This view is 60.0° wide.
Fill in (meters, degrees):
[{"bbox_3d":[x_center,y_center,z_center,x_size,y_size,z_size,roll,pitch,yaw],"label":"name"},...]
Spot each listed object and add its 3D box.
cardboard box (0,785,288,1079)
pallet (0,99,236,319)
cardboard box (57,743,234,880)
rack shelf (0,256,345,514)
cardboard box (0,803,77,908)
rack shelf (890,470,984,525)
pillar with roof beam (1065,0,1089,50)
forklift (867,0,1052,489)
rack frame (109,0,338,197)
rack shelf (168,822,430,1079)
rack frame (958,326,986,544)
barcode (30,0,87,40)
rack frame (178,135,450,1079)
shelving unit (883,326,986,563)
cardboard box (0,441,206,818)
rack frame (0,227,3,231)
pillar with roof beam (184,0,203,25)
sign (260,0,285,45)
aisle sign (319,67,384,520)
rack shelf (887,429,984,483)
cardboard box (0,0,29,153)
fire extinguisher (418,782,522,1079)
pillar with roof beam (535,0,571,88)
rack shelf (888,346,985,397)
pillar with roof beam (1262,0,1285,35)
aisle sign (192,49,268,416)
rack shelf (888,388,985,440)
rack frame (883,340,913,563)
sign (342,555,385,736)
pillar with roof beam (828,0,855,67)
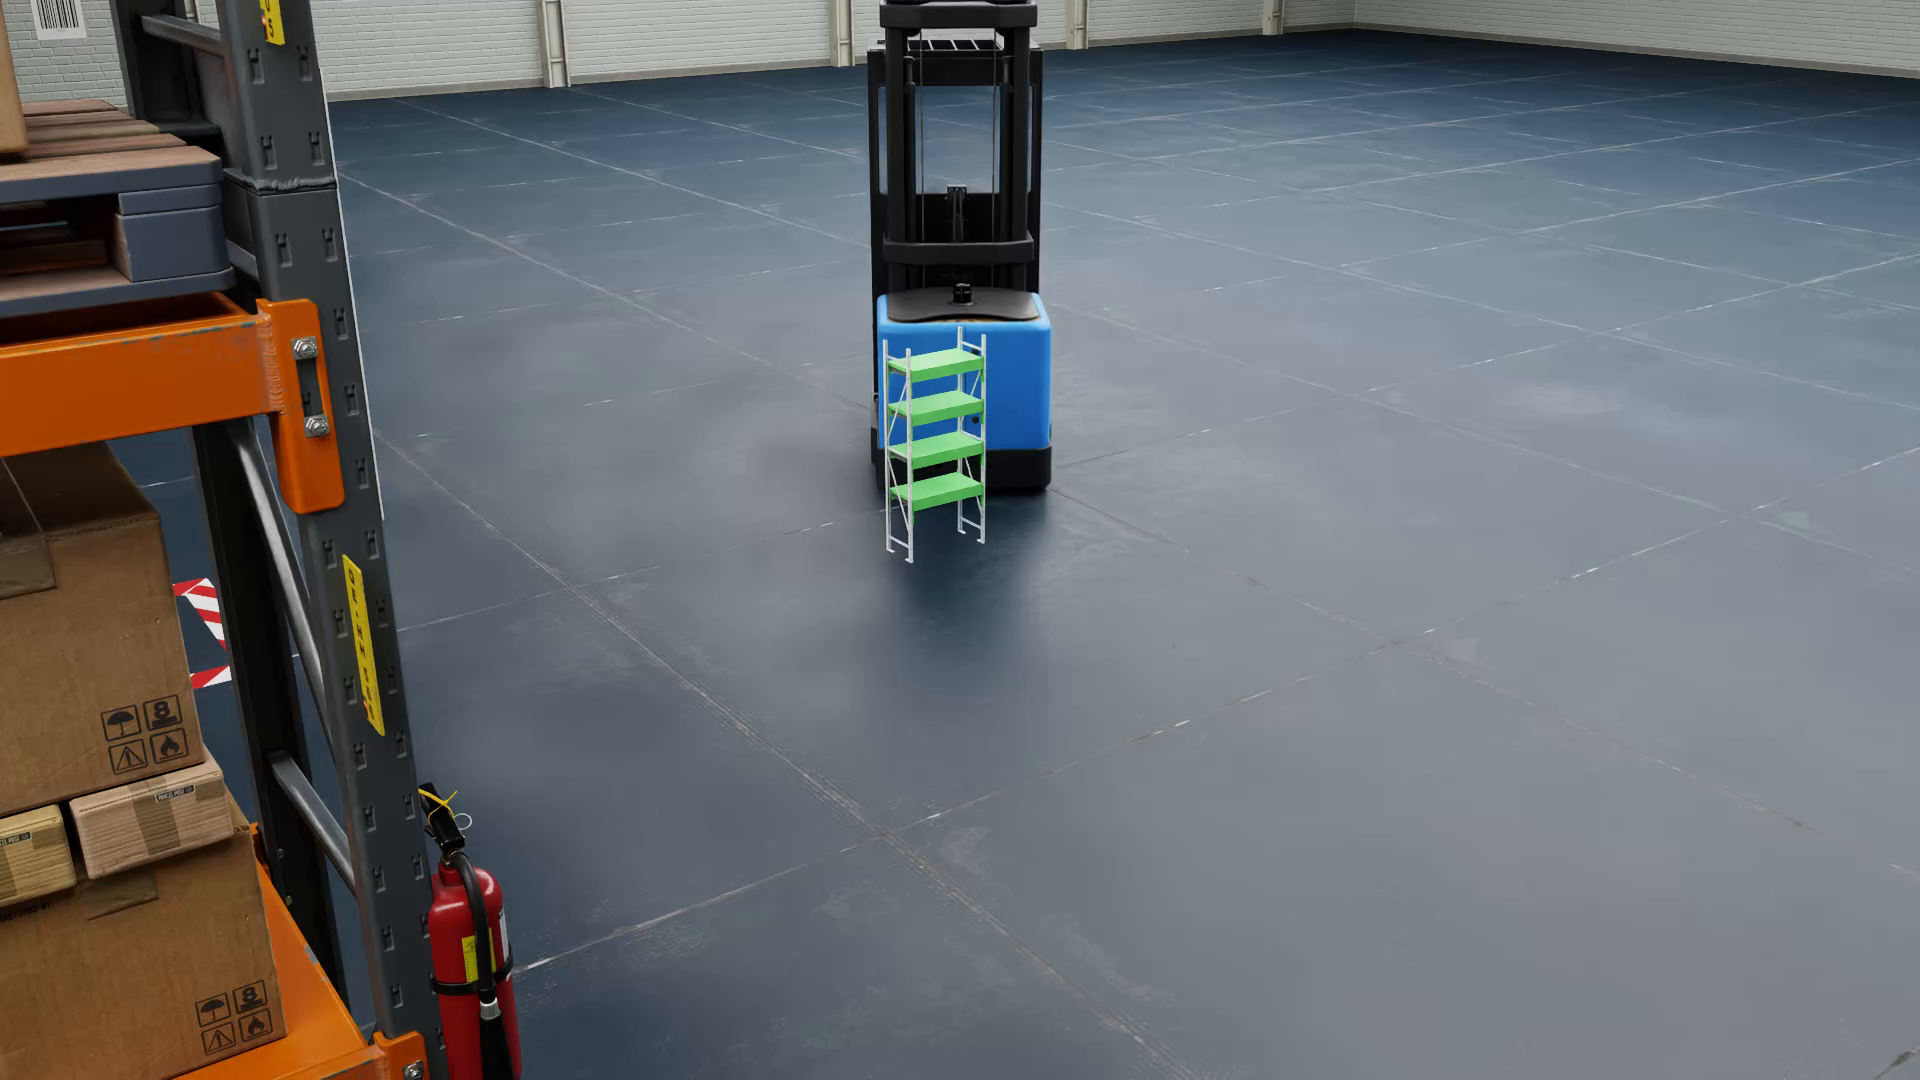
[{"bbox_3d":[-1.765,0.723,3.402,0.500,0.500,0.700,-15,26,-33],"label":"cardboard box"},{"bbox_3d":[-1.968,-0.535,2.761,1.213,0.211,1.003,-15,26,-33],"label":"pallet"},{"bbox_3d":[-1.577,0.465,3.175,0.250,0.149,0.380,-15,26,-34],"label":"cardboard box"},{"bbox_3d":[-3.002,0.046,2.157,4.000,0.370,1.077,-15,26,-33],"label":"rack shelf"},{"bbox_3d":[-1.789,0.522,3.032,0.250,0.149,0.380,-14,26,-32],"label":"cardboard box"},{"bbox_3d":[-0.134,-0.239,9.197,0.480,0.148,0.258,-15,26,-33],"label":"rack shelf"},{"bbox_3d":[5.054,-13.589,31.310,0.400,9.000,9.100,-15,26,-33],"label":"pillar with roof beam"},{"bbox_3d":[-0.044,-2.163,10.863,1.130,2.935,3.031,-1,22,-3],"label":"forklift"},{"bbox_3d":[-1.379,-2.114,2.553,0.127,3.000,1.000,-15,26,-33],"label":"rack frame"},{"bbox_3d":[-3.002,1.439,2.713,4.000,0.370,1.077,-15,26,-33],"label":"rack shelf"},{"bbox_3d":[0.064,-0.574,9.217,0.015,1.200,0.240,-15,26,-33],"label":"rack frame"},{"bbox_3d":[-1.342,-0.780,2.474,0.075,0.075,0.001,-15,26,-33],"label":"barcode"},{"bbox_3d":[-1.379,0.672,3.665,0.127,3.000,1.000,-15,26,-33],"label":"rack frame"},{"bbox_3d":[-0.134,-0.521,9.084,0.503,1.200,0.258,-15,26,-33],"label":"shelving unit"},{"bbox_3d":[-1.808,0.132,3.133,0.500,0.500,0.700,-15,26,-33],"label":"cardboard box"},{"bbox_3d":[-4.268,-0.819,7.401,0.127,3.000,1.000,-15,26,-33],"label":"rack frame"},{"bbox_3d":[-9.557,-9.693,21.546,0.400,9.000,9.100,-15,26,-33],"label":"pillar with roof beam"},{"bbox_3d":[-1.073,-0.929,2.543,0.005,0.325,0.100,-15,26,-33],"label":"sign"},{"bbox_3d":[-1.154,-0.461,2.997,0.004,0.787,0.394,-15,26,-33],"label":"aisle sign"},{"bbox_3d":[-0.134,-0.462,9.108,0.480,0.148,0.258,-15,26,-33],"label":"rack shelf"},{"bbox_3d":[-1.847,-0.906,2.677,0.637,0.503,0.797,-13,25,-29],"label":"cardboard box"},{"bbox_3d":[-1.011,0.822,3.393,0.183,0.674,0.296,-15,26,-33],"label":"fire extinguisher"},{"bbox_3d":[-4.687,-10.992,24.800,0.400,9.000,9.100,-15,26,-33],"label":"pillar with roof beam"},{"bbox_3d":[-0.134,-0.908,8.930,0.480,0.148,0.258,-15,26,-33],"label":"rack shelf"},{"bbox_3d":[9.924,-14.888,34.564,0.400,9.000,9.100,-15,26,-33],"label":"pillar with roof beam"},{"bbox_3d":[-1.504,-0.642,3.449,0.004,0.787,0.394,-15,26,-33],"label":"aisle sign"},{"bbox_3d":[-0.134,-0.685,9.019,0.480,0.148,0.258,-15,26,-33],"label":"rack shelf"},{"bbox_3d":[-0.332,-0.469,8.952,0.015,1.200,0.240,-15,26,-33],"label":"rack frame"},{"bbox_3d":[-1.073,0.191,2.989,0.005,0.325,0.100,-15,26,-33],"label":"sign"},{"bbox_3d":[0.183,-12.291,28.055,0.400,9.000,9.100,-15,26,-33],"label":"pillar with roof beam"}]
